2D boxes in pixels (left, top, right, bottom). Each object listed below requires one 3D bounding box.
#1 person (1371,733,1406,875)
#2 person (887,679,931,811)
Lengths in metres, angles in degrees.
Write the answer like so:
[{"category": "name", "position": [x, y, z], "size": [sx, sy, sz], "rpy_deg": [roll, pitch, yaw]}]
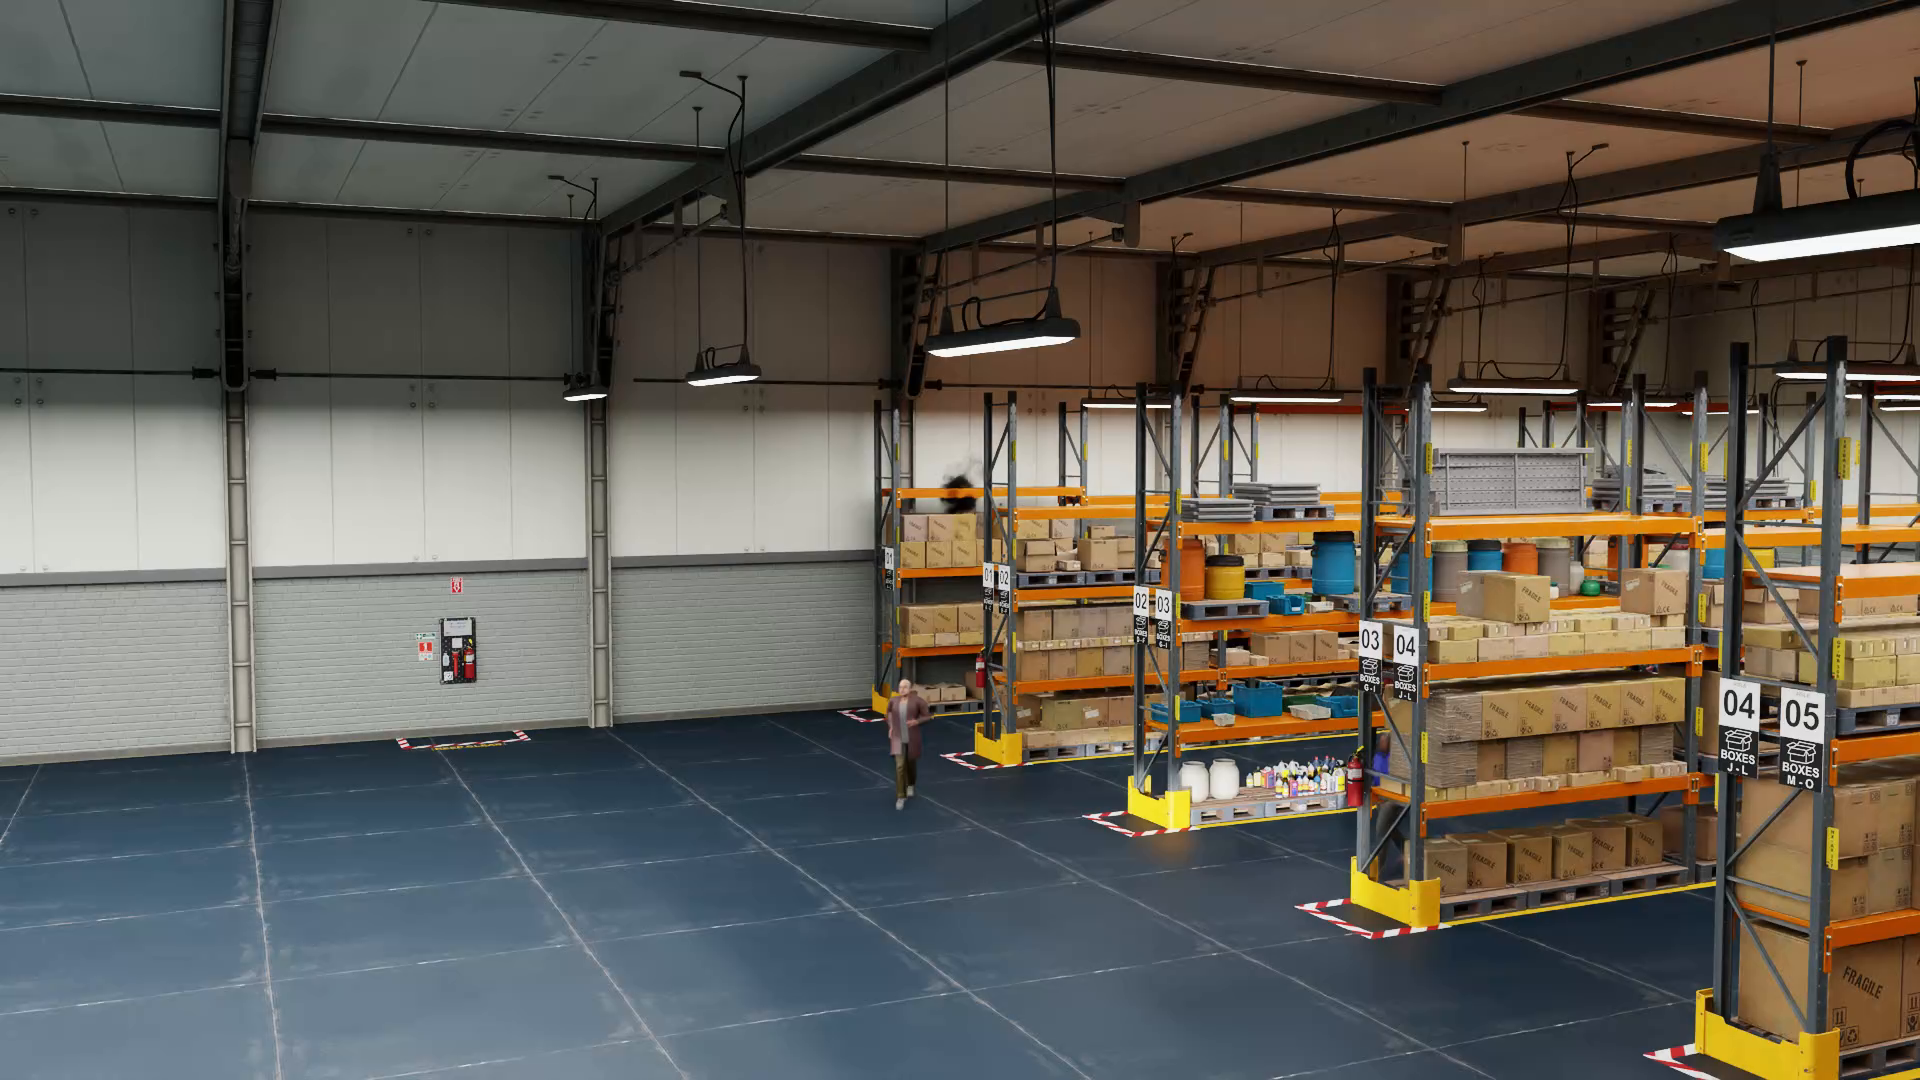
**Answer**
[{"category": "person", "position": [5.179, 3.173, 20.048], "size": [0.794, 1.716, 0.564], "rpy_deg": [-2, 4, -26]}, {"category": "person", "position": [-0.745, 2.886, 23.811], "size": [0.687, 1.802, 0.988], "rpy_deg": [0, 3, 7]}]
